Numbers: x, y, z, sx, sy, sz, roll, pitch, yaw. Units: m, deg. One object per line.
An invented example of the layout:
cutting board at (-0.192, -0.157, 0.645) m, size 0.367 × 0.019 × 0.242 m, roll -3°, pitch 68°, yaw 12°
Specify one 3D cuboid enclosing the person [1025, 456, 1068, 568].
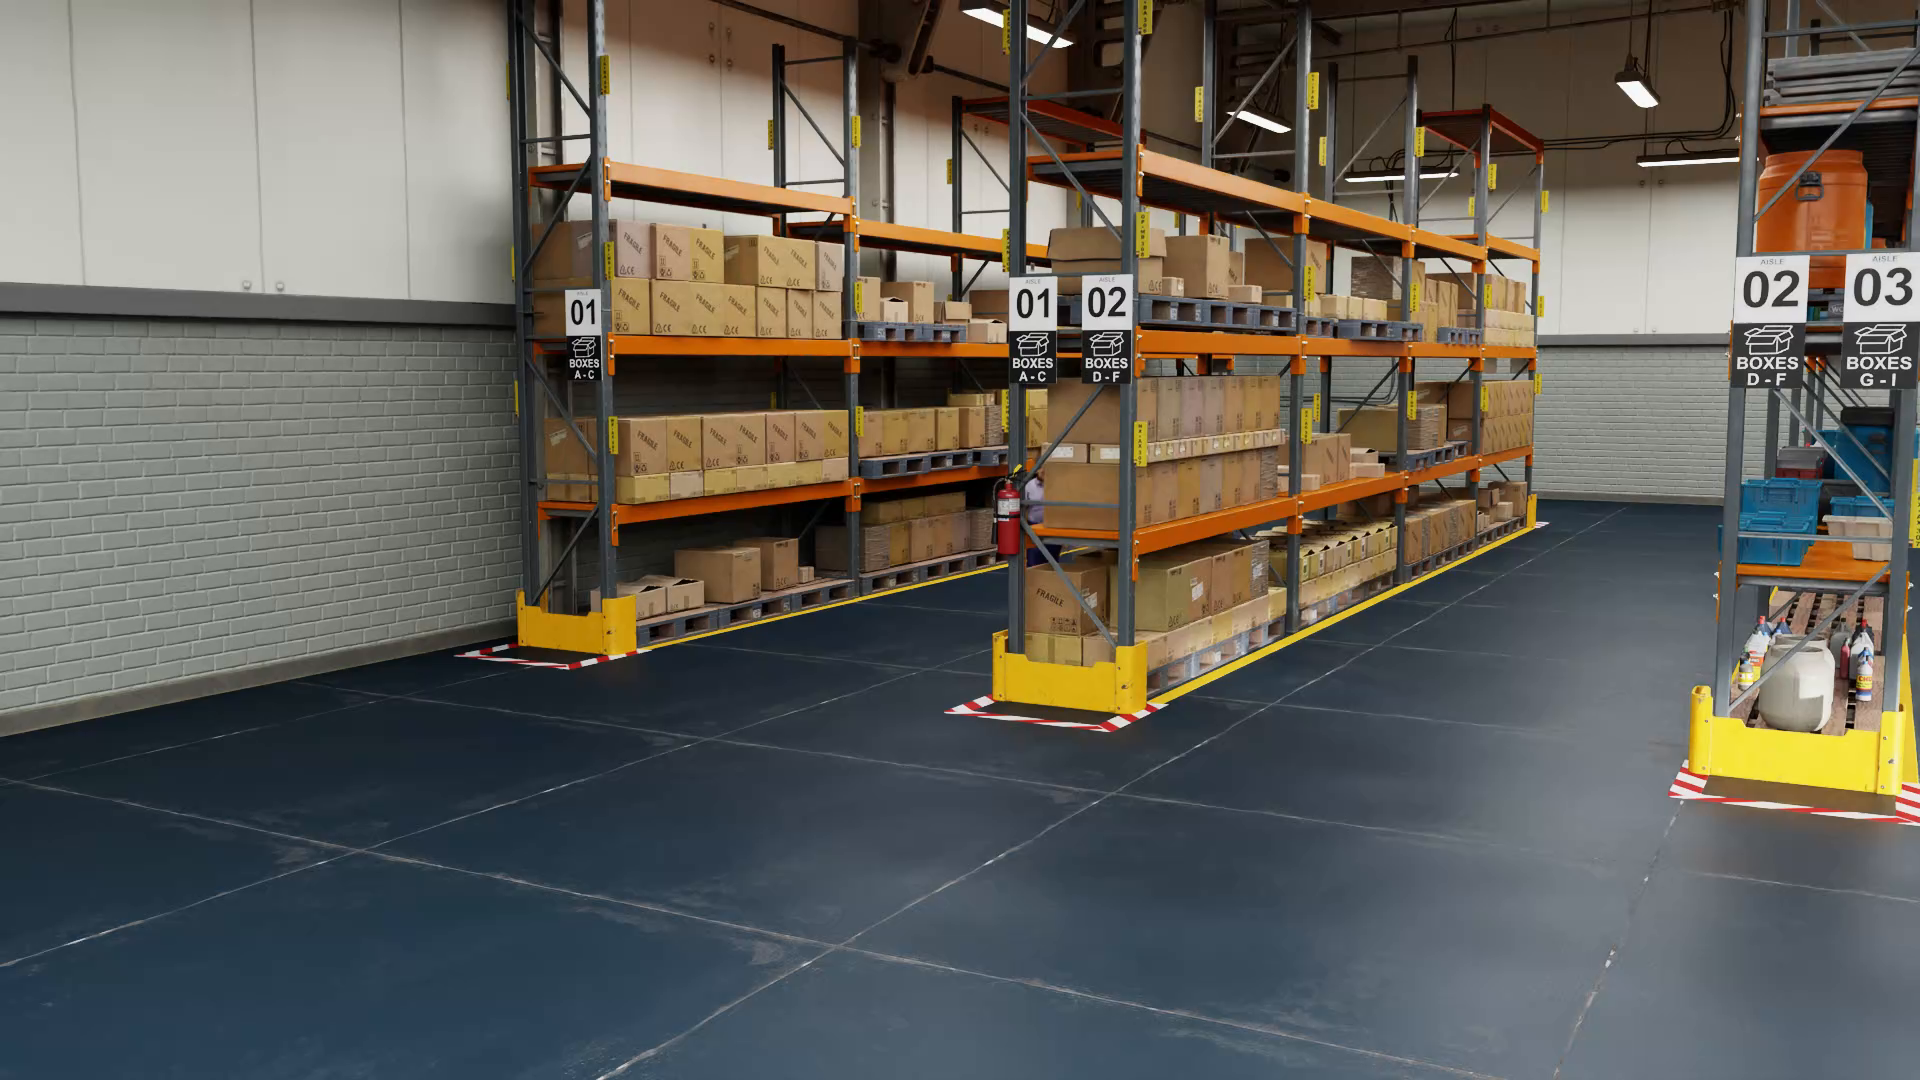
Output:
person at (0.801, -0.022, 16.642) m, size 0.594 × 1.640 × 0.630 m, roll -2°, pitch 6°, yaw -16°
